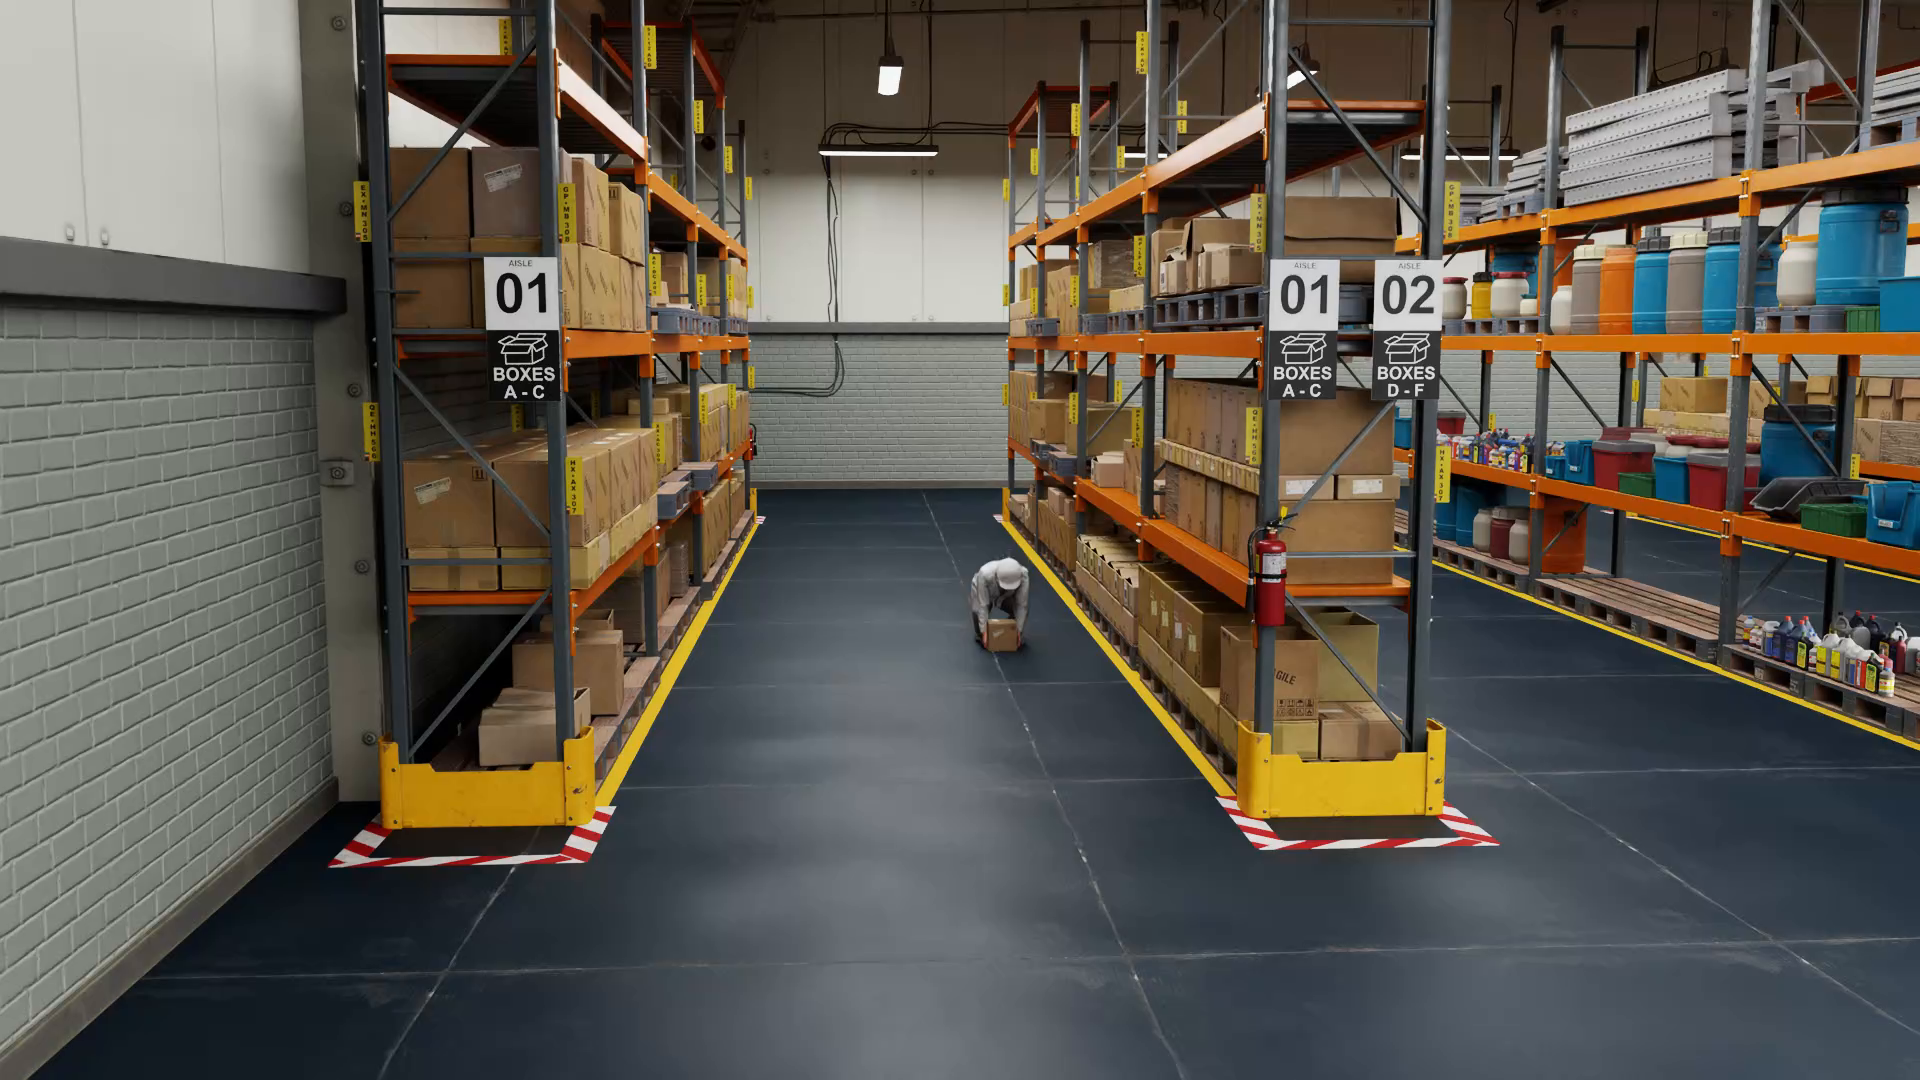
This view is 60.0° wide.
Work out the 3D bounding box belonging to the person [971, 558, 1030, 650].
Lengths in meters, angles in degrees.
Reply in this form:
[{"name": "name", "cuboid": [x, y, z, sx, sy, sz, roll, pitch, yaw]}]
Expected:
[{"name": "person", "cuboid": [0.364, 0.550, 15.170, 0.529, 0.870, 0.934, 0, 7, -4]}]
